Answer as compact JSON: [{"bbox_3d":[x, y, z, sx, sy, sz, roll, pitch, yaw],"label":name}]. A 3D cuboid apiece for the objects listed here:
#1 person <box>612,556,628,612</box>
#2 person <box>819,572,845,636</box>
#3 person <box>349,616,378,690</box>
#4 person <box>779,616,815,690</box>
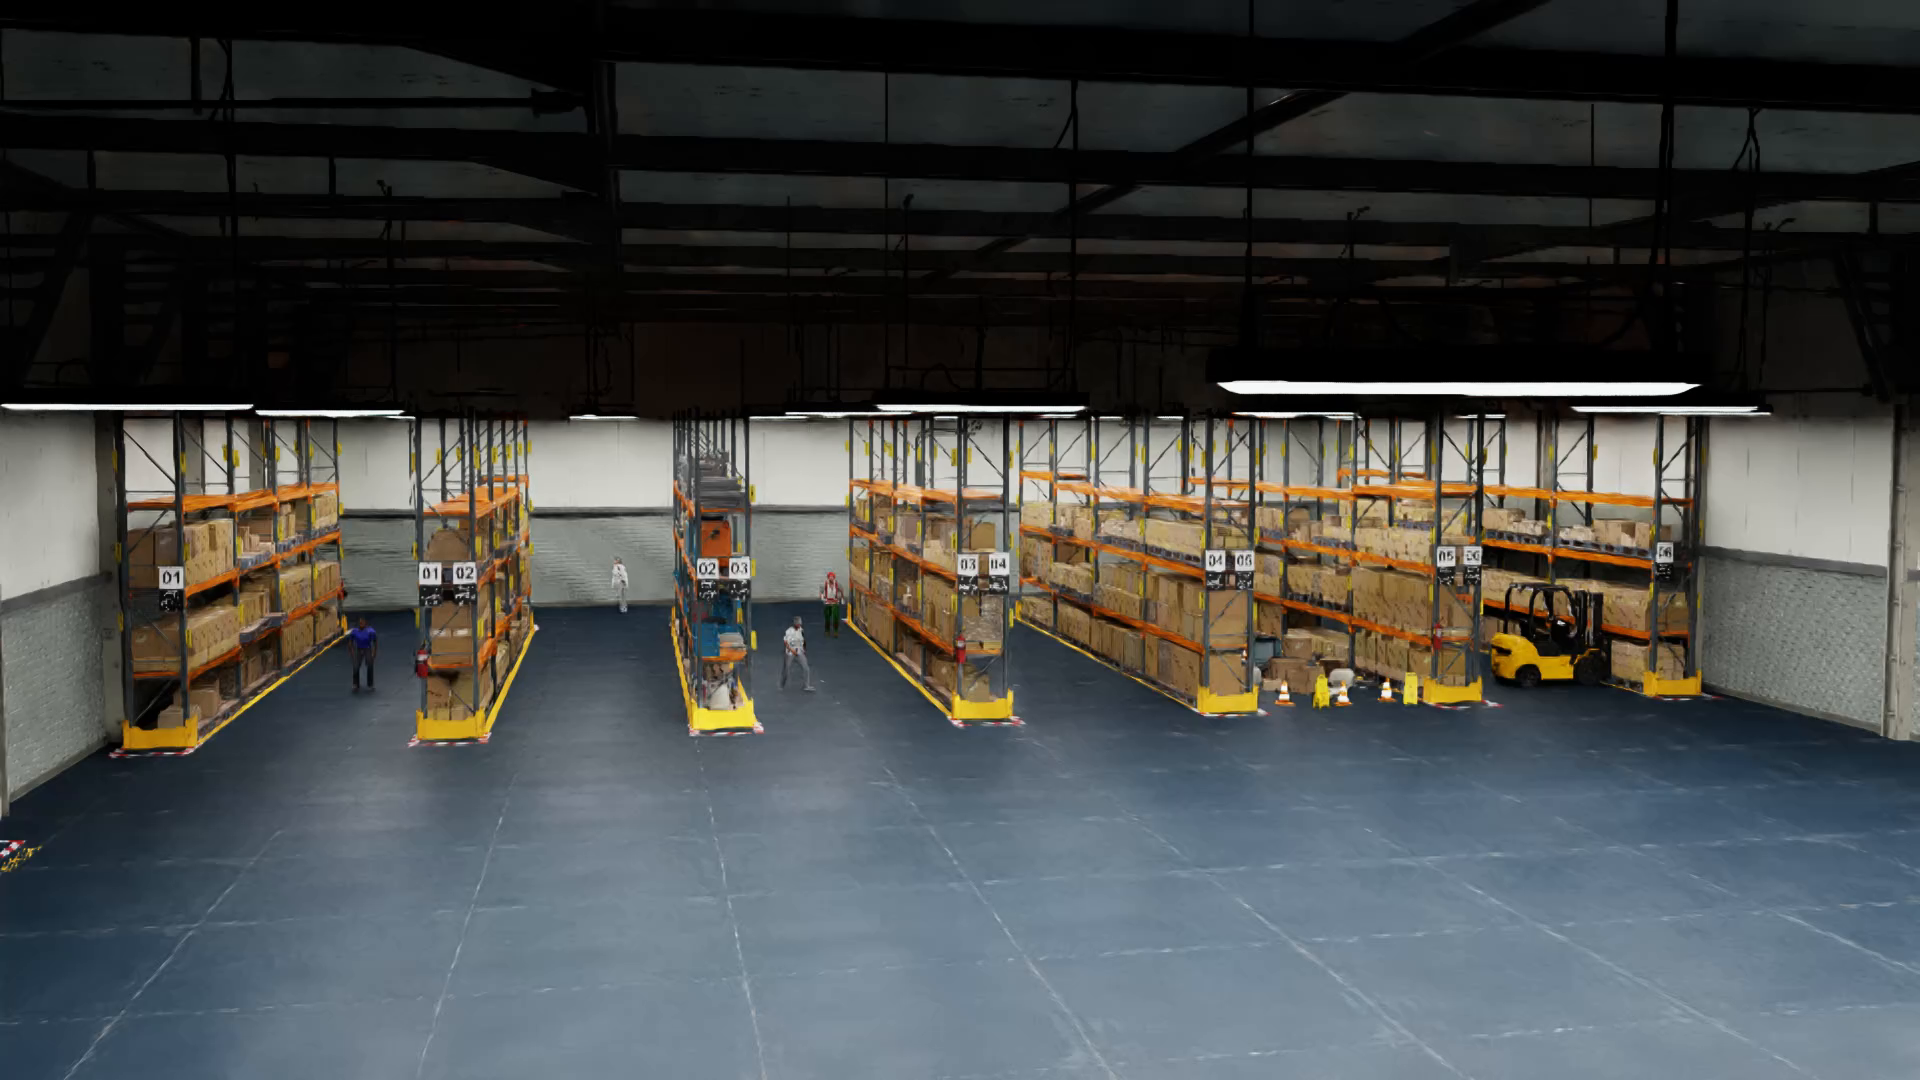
[{"bbox_3d":[-10.268,1.310,50.350,0.583,1.687,0.465,4,6,43],"label":"person"},{"bbox_3d":[-3.434,1.693,44.549,0.703,1.722,0.835,0,4,-6],"label":"person"},{"bbox_3d":[-12.712,2.410,35.438,0.592,1.604,0.518,-1,4,-14],"label":"person"},{"bbox_3d":[-3.508,2.392,35.433,0.621,1.606,0.827,-2,5,-28],"label":"person"}]
